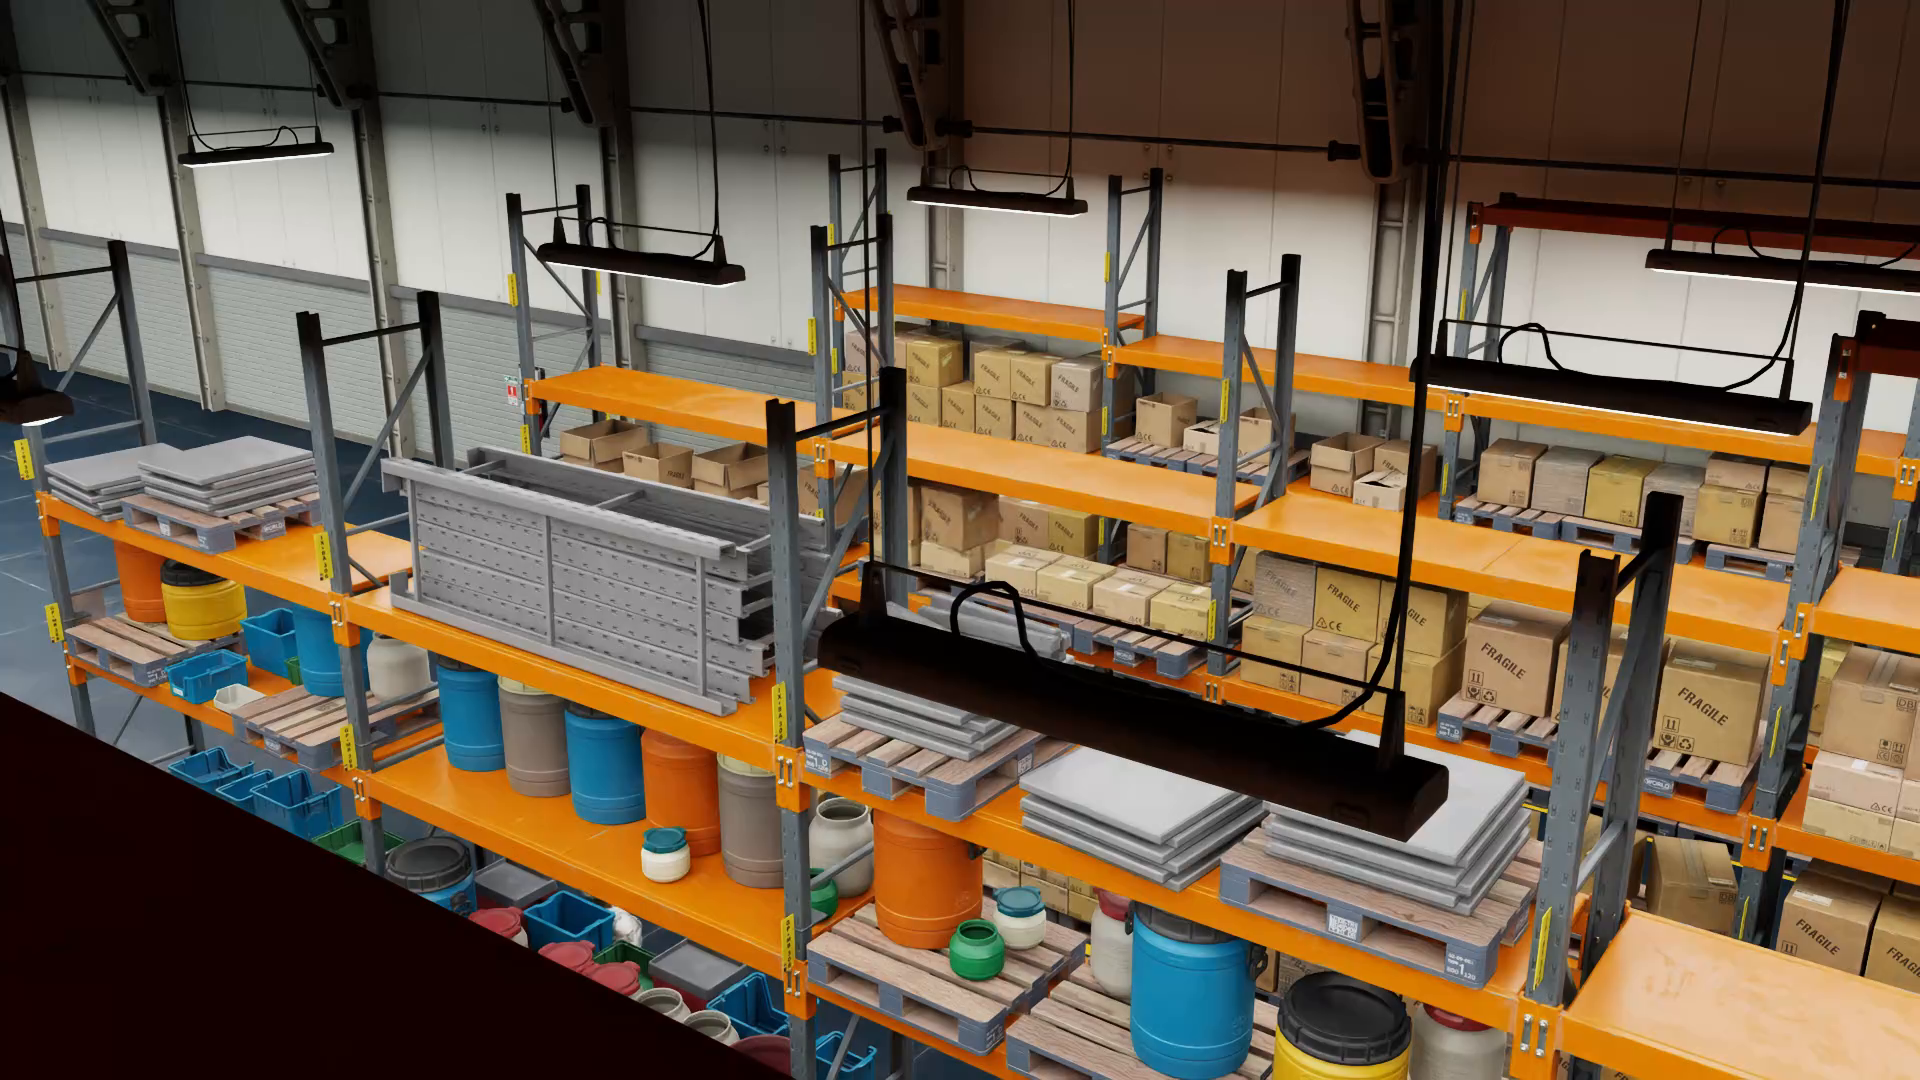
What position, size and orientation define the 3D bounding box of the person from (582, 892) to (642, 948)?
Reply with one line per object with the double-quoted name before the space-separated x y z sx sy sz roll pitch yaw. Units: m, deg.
"person" -2.597 3.267 12.701 0.473 1.638 0.894 15 23 37
